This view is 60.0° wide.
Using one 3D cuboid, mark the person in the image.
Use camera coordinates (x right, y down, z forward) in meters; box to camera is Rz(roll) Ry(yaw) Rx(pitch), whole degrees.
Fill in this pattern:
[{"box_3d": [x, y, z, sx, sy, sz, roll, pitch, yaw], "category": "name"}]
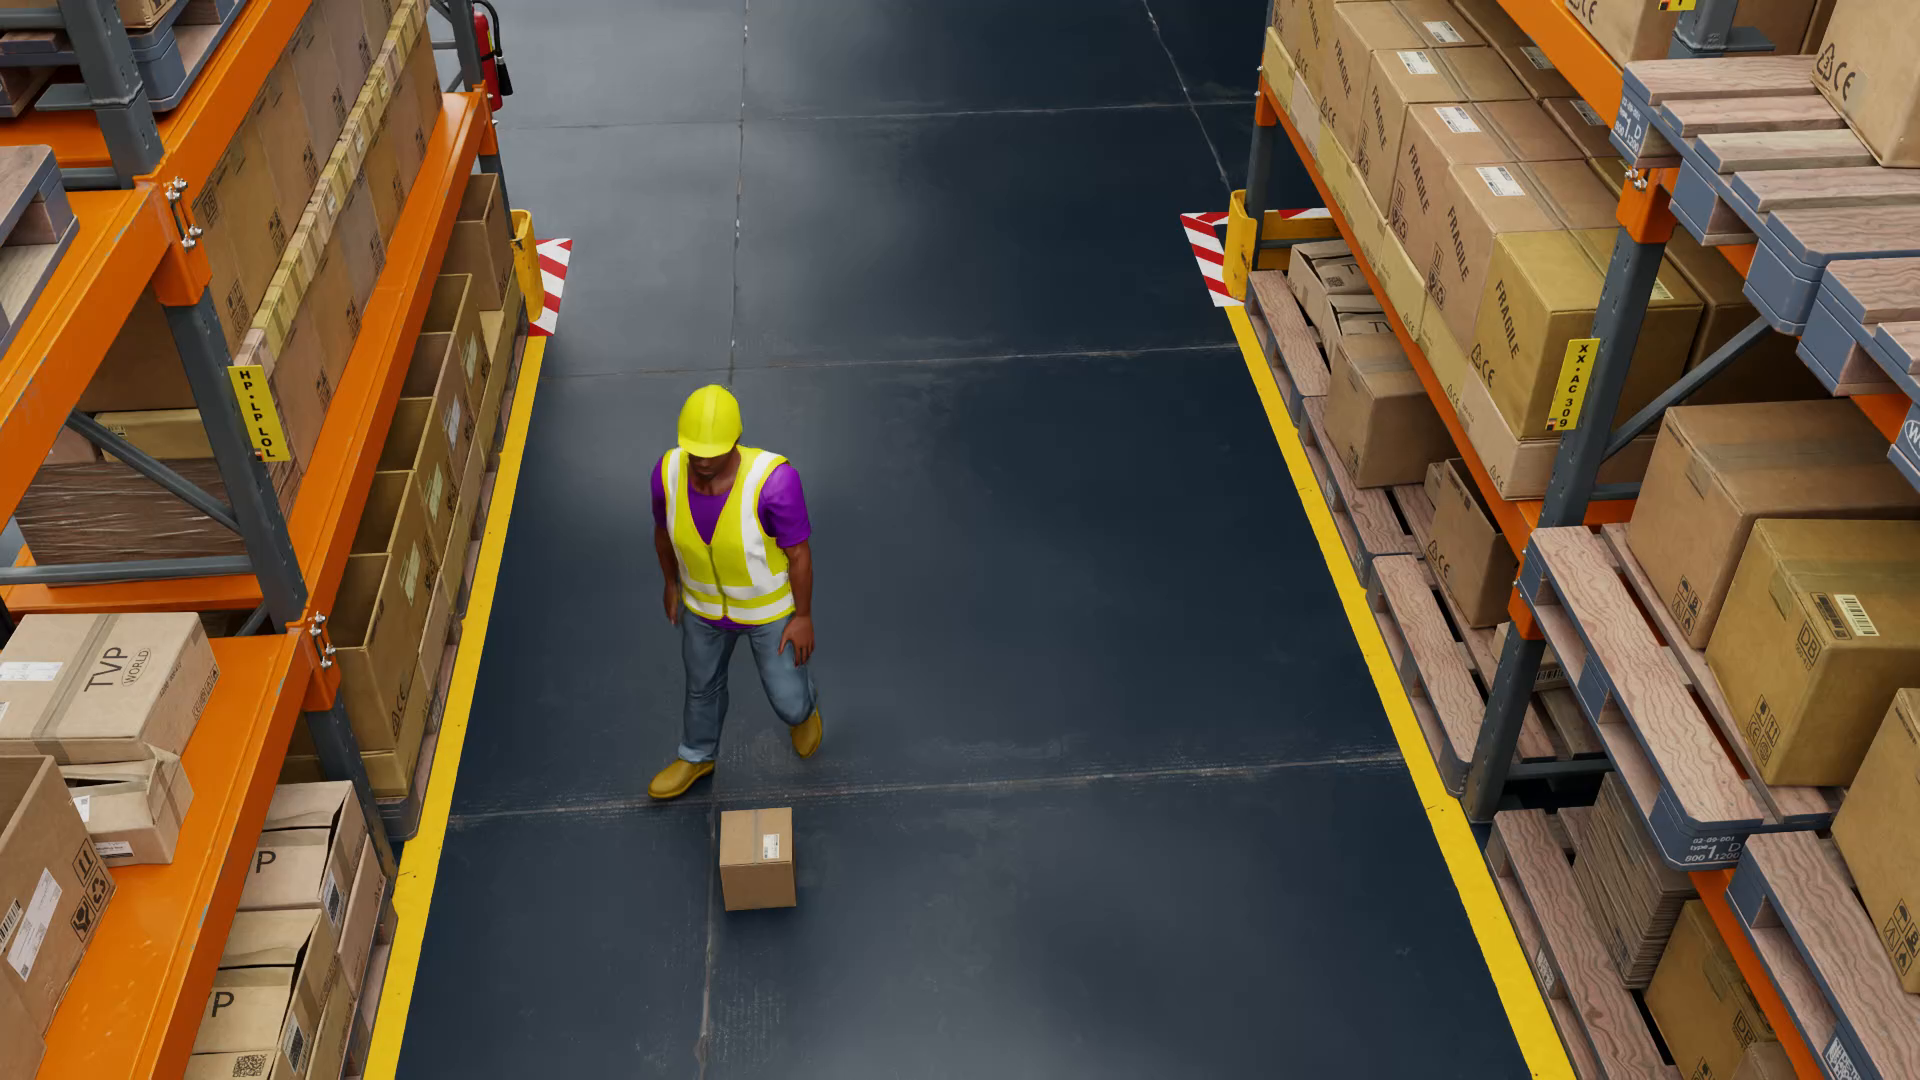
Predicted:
[{"box_3d": [-0.798, 0.194, 5.869, 0.665, 1.759, 0.562, 10, 40, 12], "category": "person"}]
